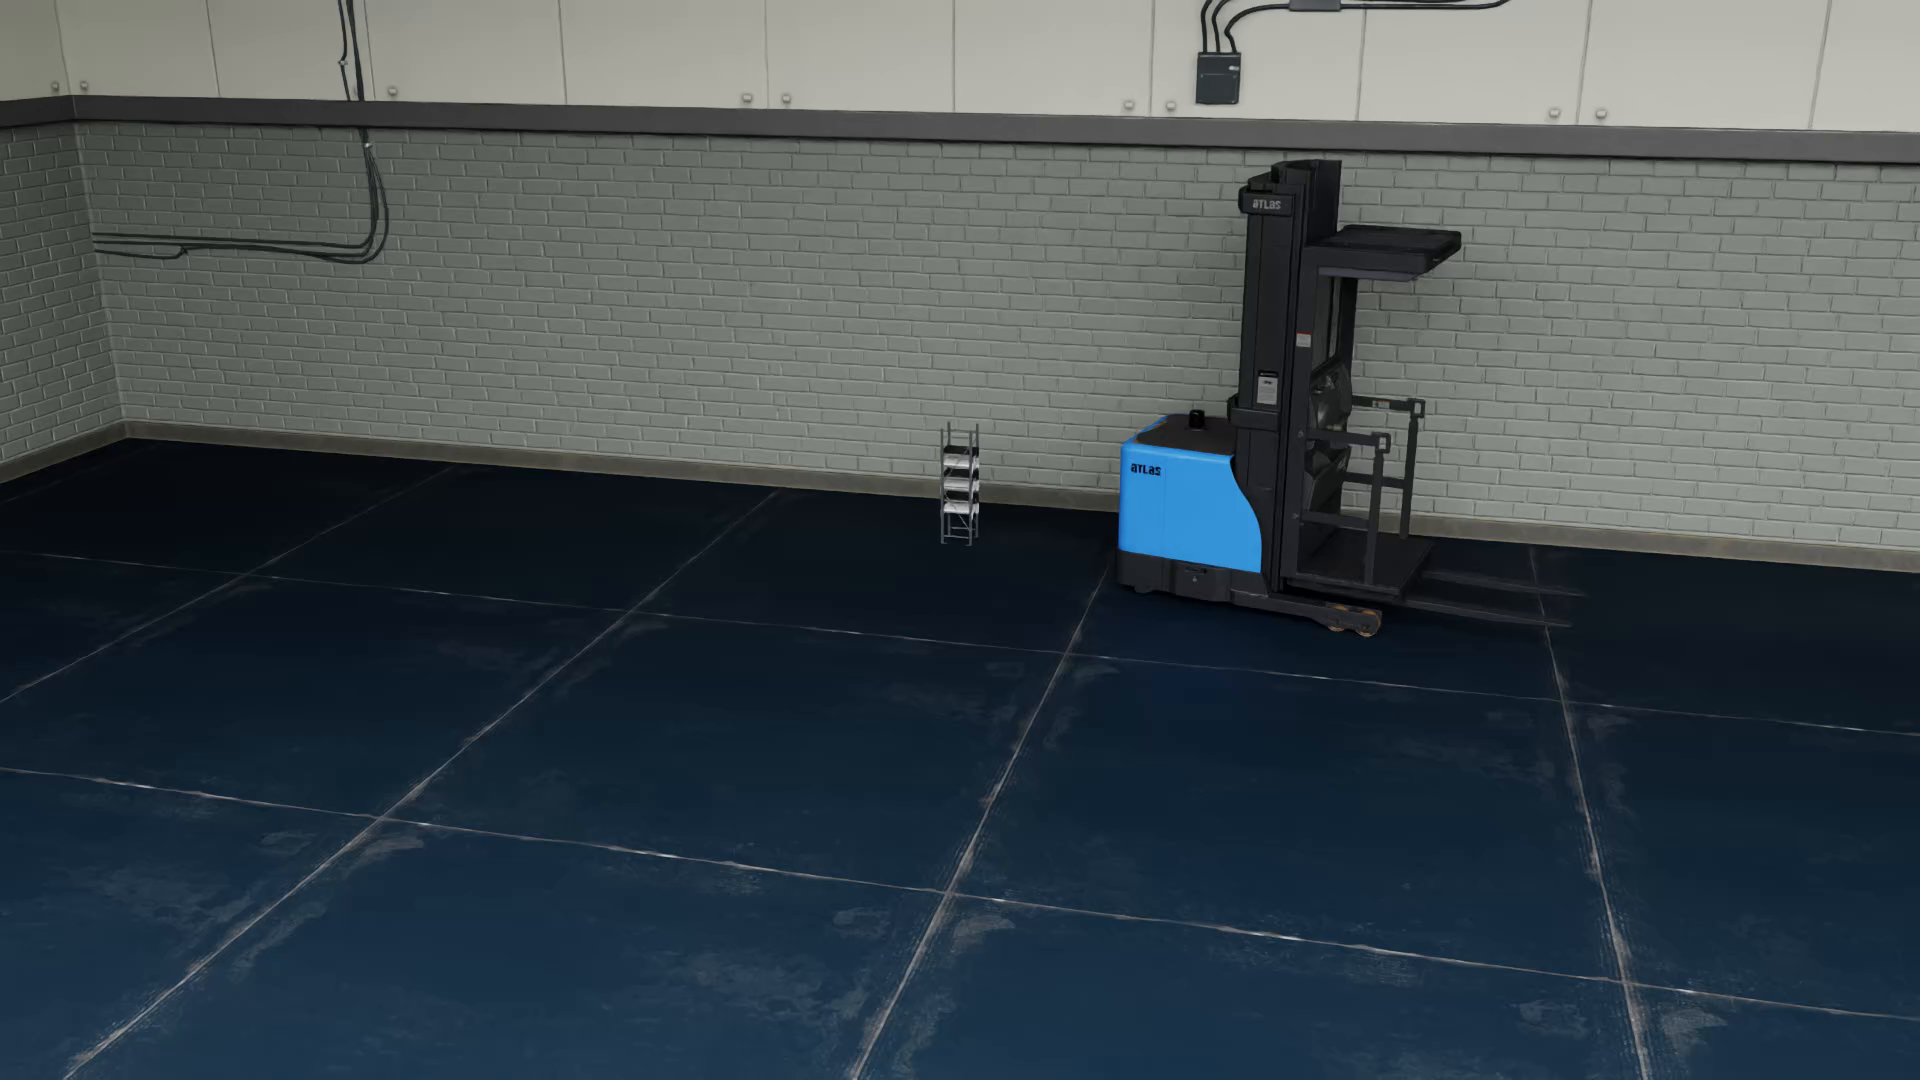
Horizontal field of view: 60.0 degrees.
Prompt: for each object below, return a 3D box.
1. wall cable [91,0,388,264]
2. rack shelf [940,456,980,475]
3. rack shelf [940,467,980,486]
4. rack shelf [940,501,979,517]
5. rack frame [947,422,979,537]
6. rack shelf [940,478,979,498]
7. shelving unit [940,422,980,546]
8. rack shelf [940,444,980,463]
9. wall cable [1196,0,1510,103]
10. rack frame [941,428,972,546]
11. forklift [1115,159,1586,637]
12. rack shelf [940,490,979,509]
[{"bbox_3d":[-6.359,-3.622,14.174,3.097,2.526,0.112,5,19,13],"label":"wall cable"},{"bbox_3d":[-0.002,-0.562,12.487,0.258,0.077,0.200,5,19,13],"label":"rack shelf"},{"bbox_3d":[-0.002,-0.477,12.516,0.258,0.077,0.200,5,19,13],"label":"rack shelf"},{"bbox_3d":[-0.002,-0.221,12.604,0.258,0.077,0.200,5,19,13],"label":"rack shelf"},{"bbox_3d":[0.023,-0.455,12.628,0.240,0.900,0.006,5,19,13],"label":"rack frame"},{"bbox_3d":[-0.002,-0.392,12.545,0.258,0.077,0.200,5,19,13],"label":"rack shelf"},{"bbox_3d":[-0.002,-0.423,12.535,0.258,0.900,0.210,5,19,13],"label":"shelving unit"},{"bbox_3d":[-0.002,-0.647,12.458,0.258,0.077,0.200,5,19,13],"label":"rack shelf"},{"bbox_3d":[2.843,-5.946,10.913,2.305,6.003,0.169,5,19,13],"label":"wall cable"},{"bbox_3d":[-0.027,-0.391,12.441,0.240,0.900,0.006,5,19,13],"label":"rack frame"},{"bbox_3d":[2.634,-0.953,10.944,3.031,2.935,1.130,9,21,25],"label":"forklift"},{"bbox_3d":[-0.002,-0.307,12.575,0.258,0.077,0.200,5,19,13],"label":"rack shelf"}]
